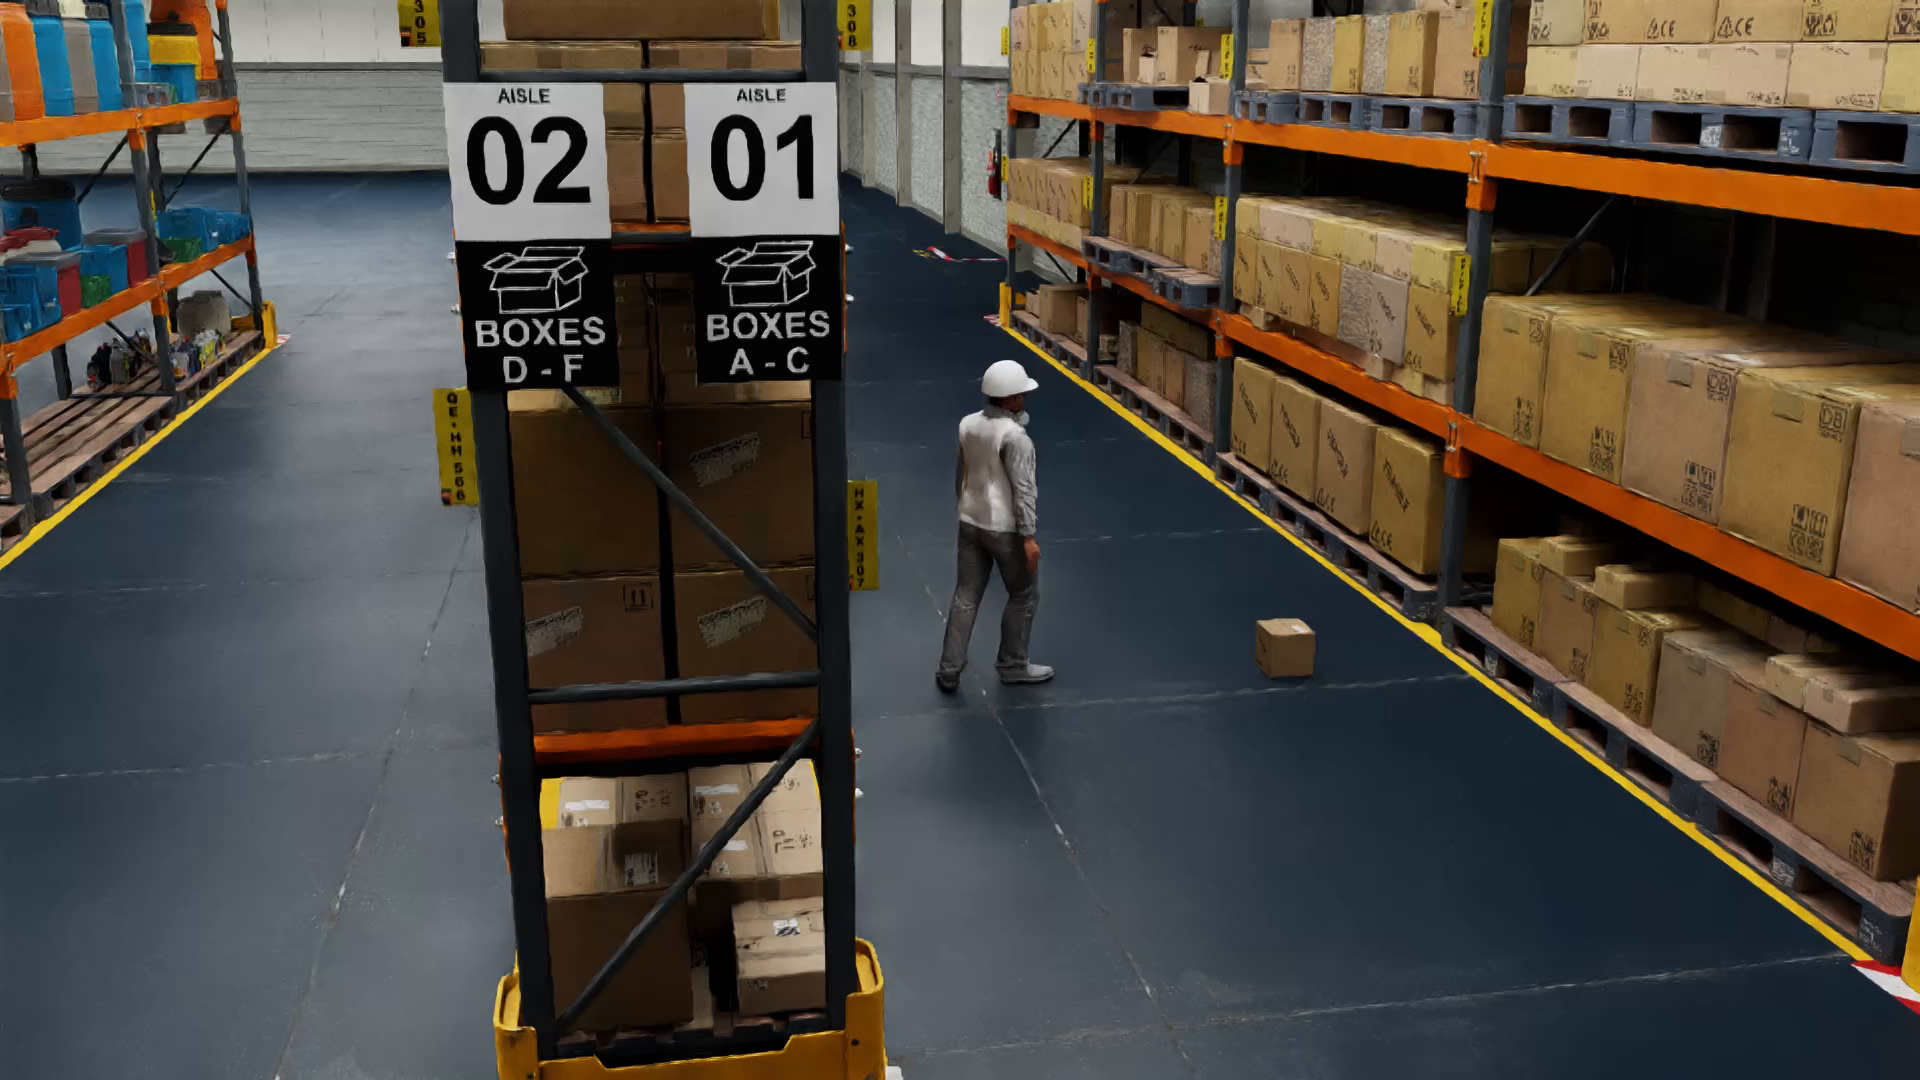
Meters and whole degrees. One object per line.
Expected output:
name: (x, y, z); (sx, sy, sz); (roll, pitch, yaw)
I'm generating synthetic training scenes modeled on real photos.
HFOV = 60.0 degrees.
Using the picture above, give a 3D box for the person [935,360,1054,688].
person: (0.193, -0.071, 8.741); (0.606, 1.766, 0.629); (-15, 22, -41)
